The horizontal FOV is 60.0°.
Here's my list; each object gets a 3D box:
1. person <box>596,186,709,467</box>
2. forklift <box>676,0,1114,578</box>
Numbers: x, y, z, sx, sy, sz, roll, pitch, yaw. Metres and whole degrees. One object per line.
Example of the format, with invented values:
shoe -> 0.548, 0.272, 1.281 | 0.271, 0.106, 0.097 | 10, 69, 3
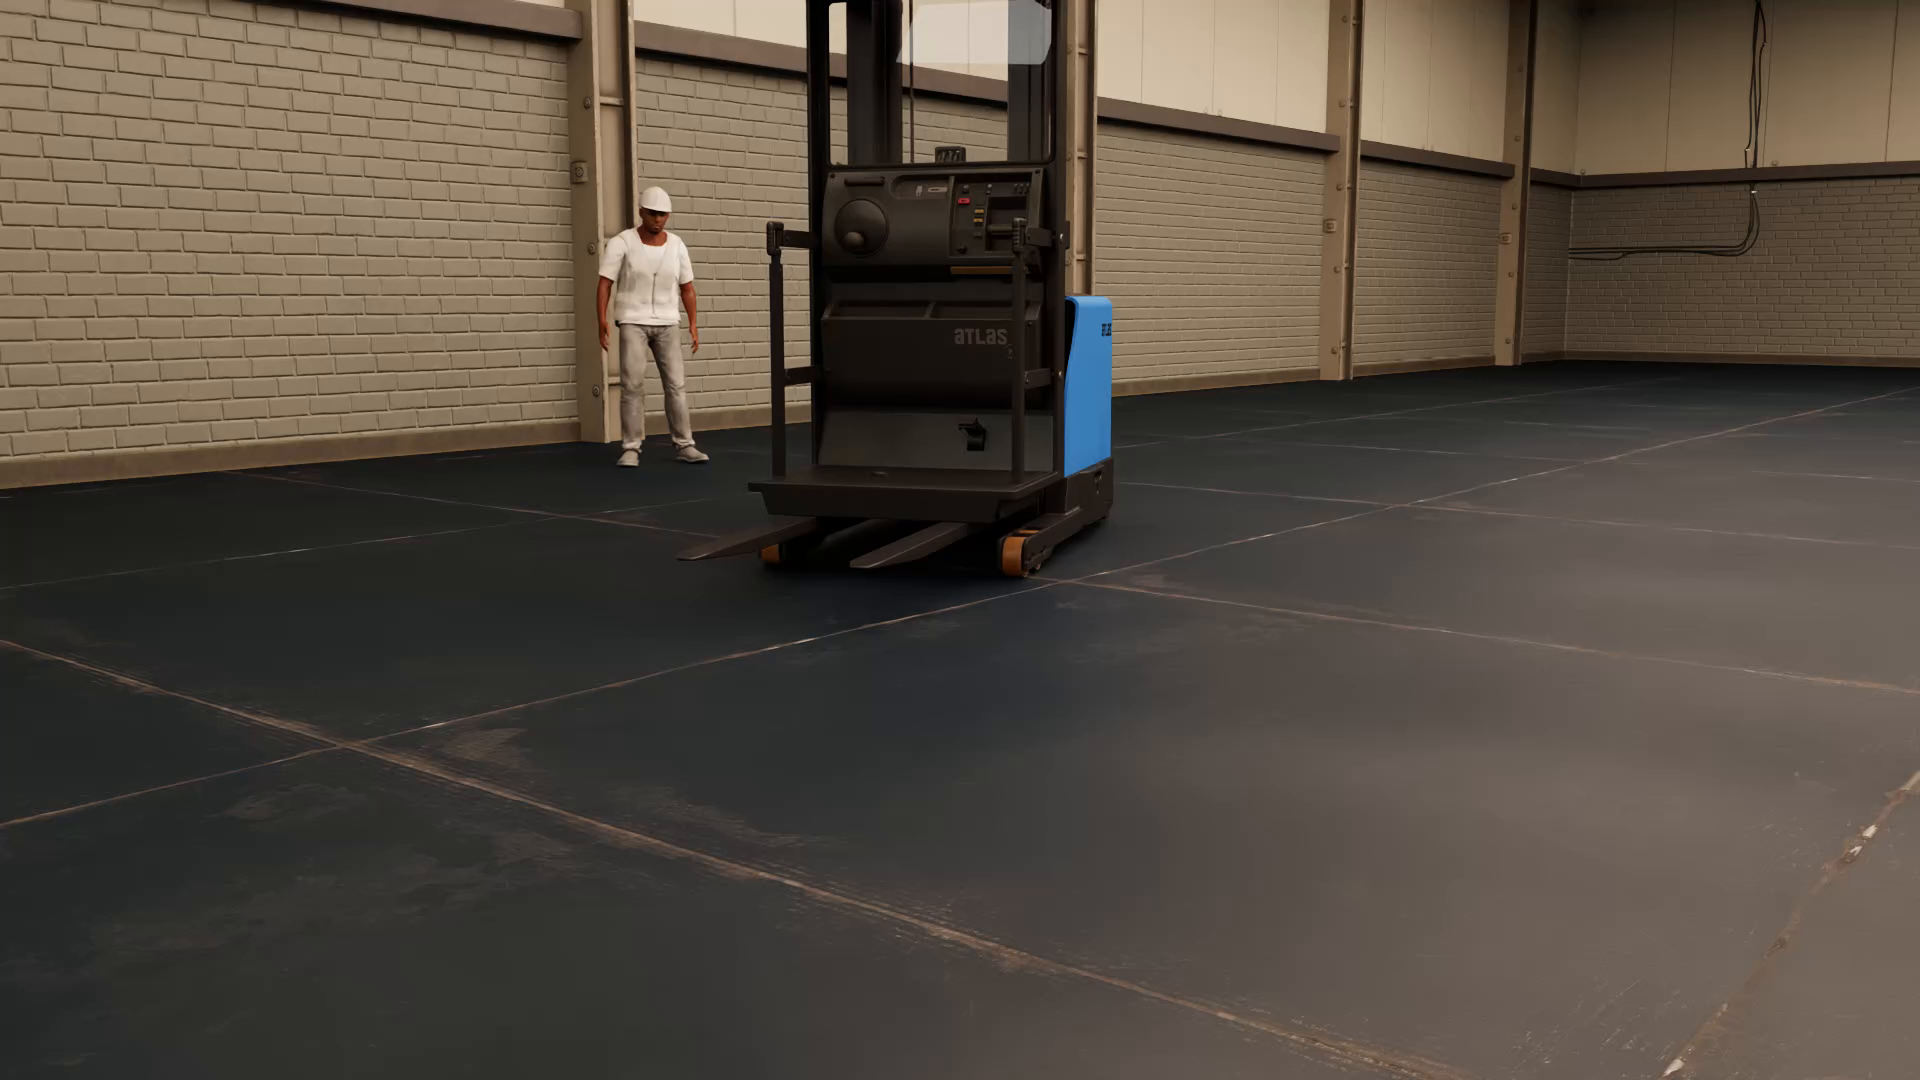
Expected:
person -> -1.981, -1.367, 10.661 | 0.678, 1.765, 0.463 | -4, 9, -27
forklift -> -0.176, -1.366, 6.616 | 1.130, 2.935, 3.031 | 3, 9, 17
